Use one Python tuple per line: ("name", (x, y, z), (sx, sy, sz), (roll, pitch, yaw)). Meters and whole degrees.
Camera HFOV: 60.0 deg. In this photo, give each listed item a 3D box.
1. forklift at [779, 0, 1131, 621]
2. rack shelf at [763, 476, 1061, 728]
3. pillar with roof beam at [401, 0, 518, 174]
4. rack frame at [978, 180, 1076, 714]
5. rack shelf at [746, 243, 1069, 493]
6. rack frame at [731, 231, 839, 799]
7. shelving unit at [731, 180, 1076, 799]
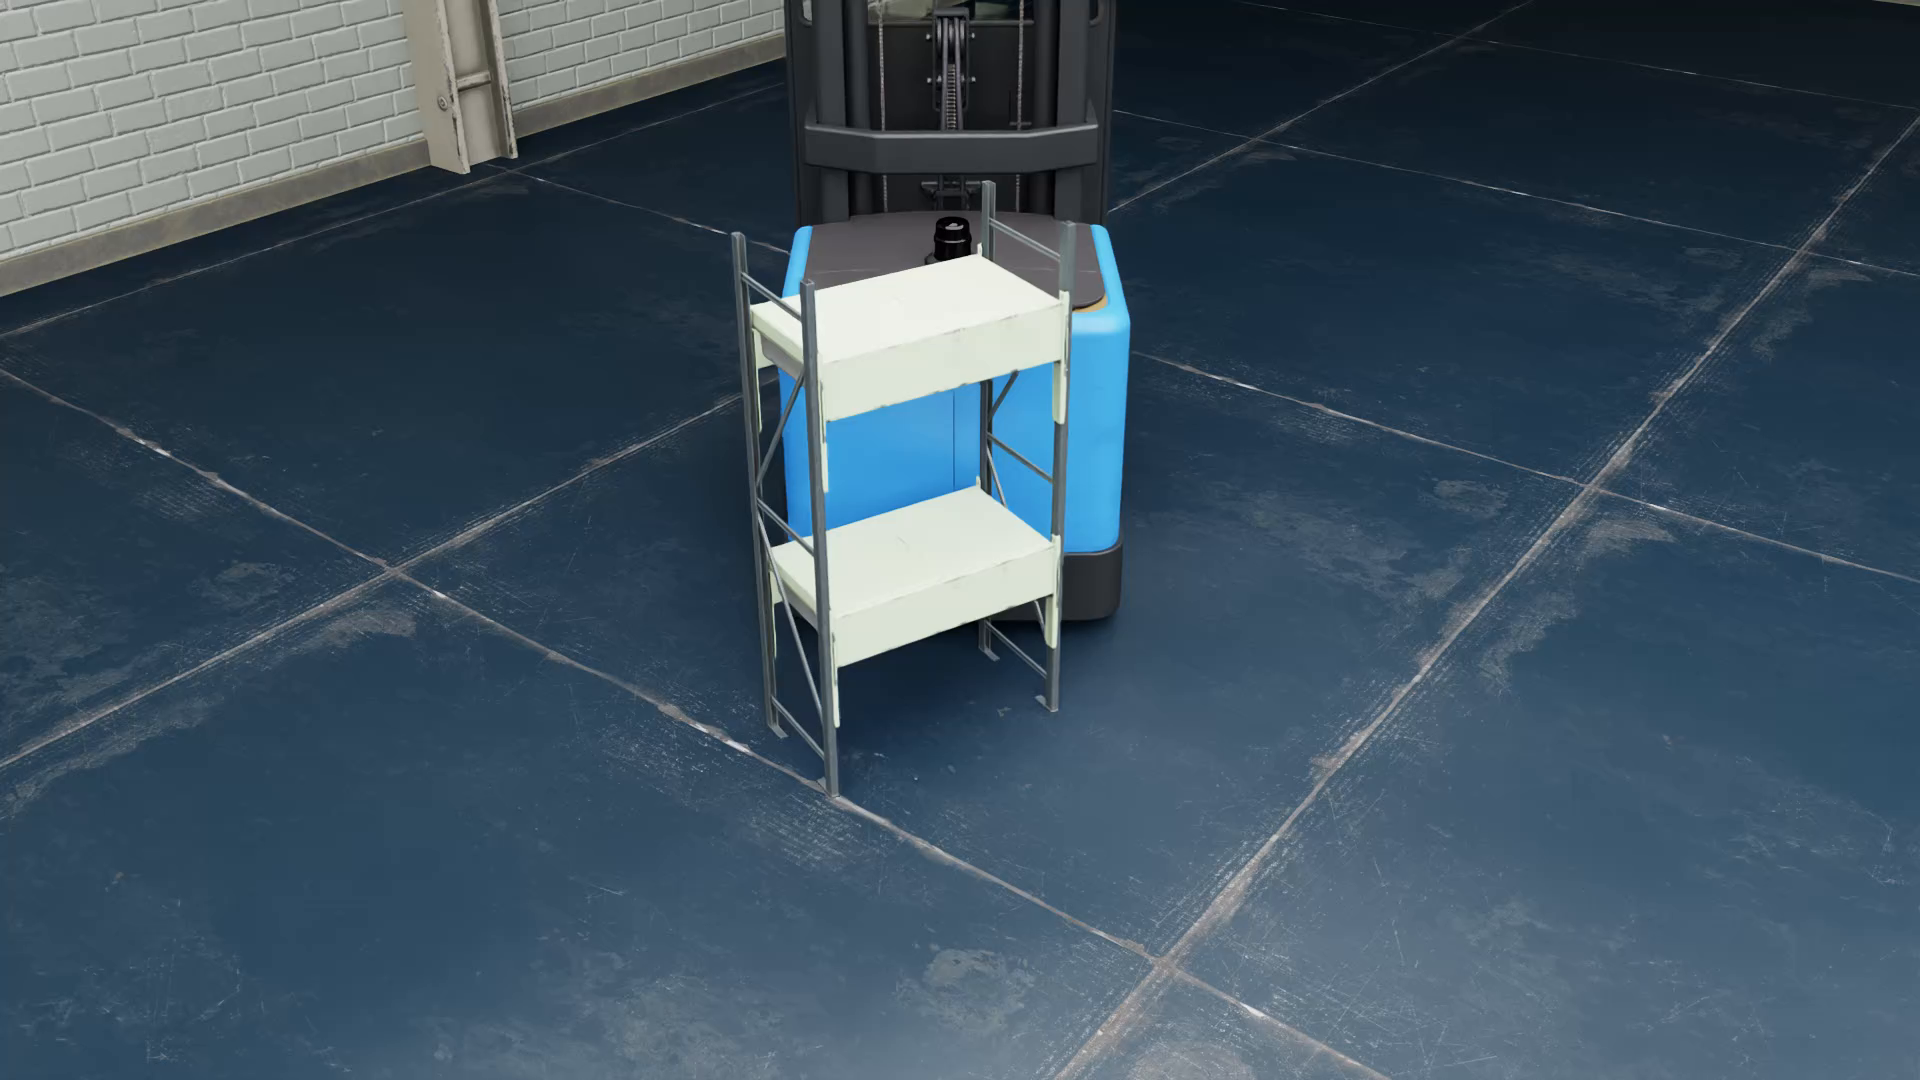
("forklift", (-0.036, -1.718, 5.774), (1.130, 2.935, 3.031), (0, 31, -1))
("rack shelf", (-0.137, 0.157, 4.654), (0.720, 0.370, 0.431), (-18, 35, -27))
("pillar with roof beam", (0.695, -4.684, 4.828), (9.100, 9.000, 0.400), (21, 37, 31))
("rack frame", (0.173, -0.223, 4.655), (0.023, 1.500, 0.400), (-18, 35, -27))
("rack shelf", (-0.137, -0.459, 4.289), (0.720, 0.370, 0.431), (-18, 35, -27))
("rack frame", (-0.447, -0.024, 4.320), (0.023, 1.500, 0.400), (-18, 35, -27))
("shelving unit", (-0.137, -0.124, 4.488), (0.755, 1.500, 0.431), (-18, 35, -27))
